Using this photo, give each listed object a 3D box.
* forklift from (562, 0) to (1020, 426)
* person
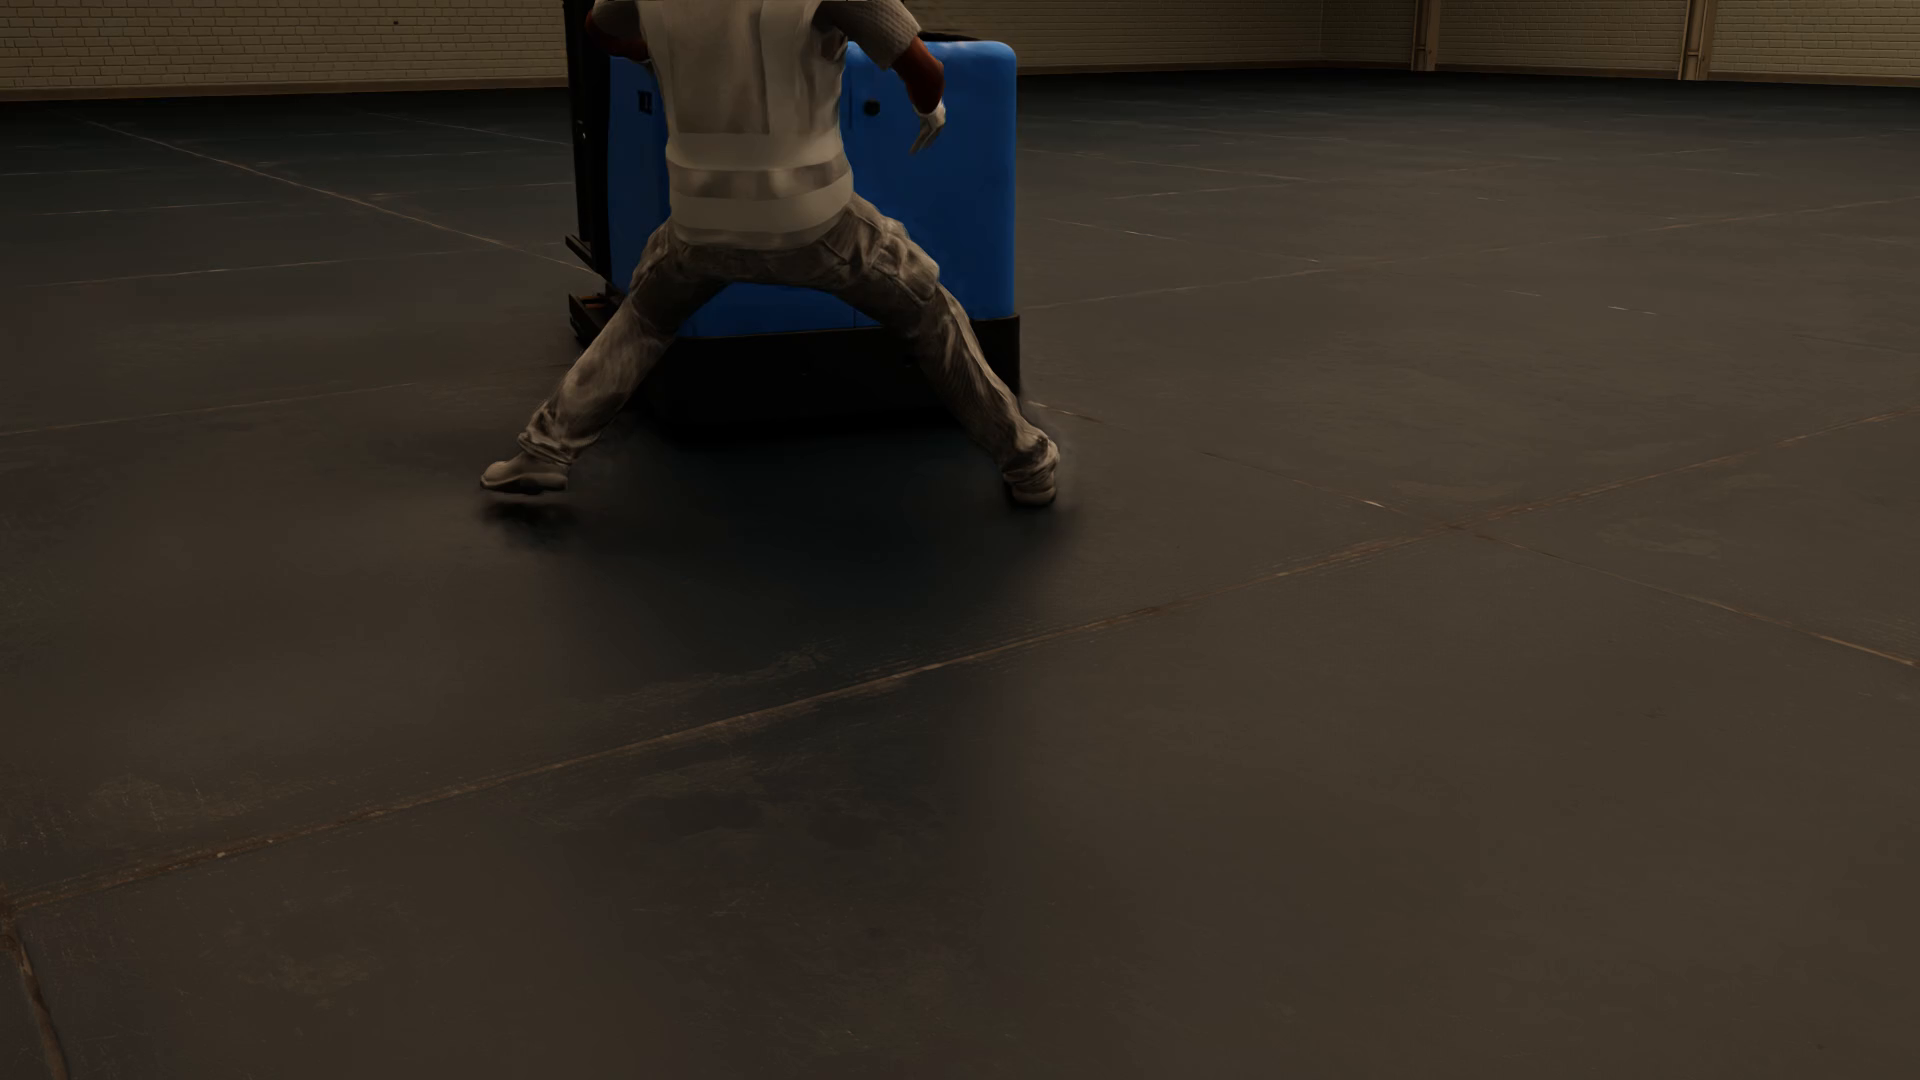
[{"bbox_3d":[-0.806,-2.119,5.635,1.130,2.935,3.031,-6,19,-19],"label":"forklift"},{"bbox_3d":[-0.448,-0.856,3.908,1.331,1.564,0.840,7,19,20],"label":"person"}]
